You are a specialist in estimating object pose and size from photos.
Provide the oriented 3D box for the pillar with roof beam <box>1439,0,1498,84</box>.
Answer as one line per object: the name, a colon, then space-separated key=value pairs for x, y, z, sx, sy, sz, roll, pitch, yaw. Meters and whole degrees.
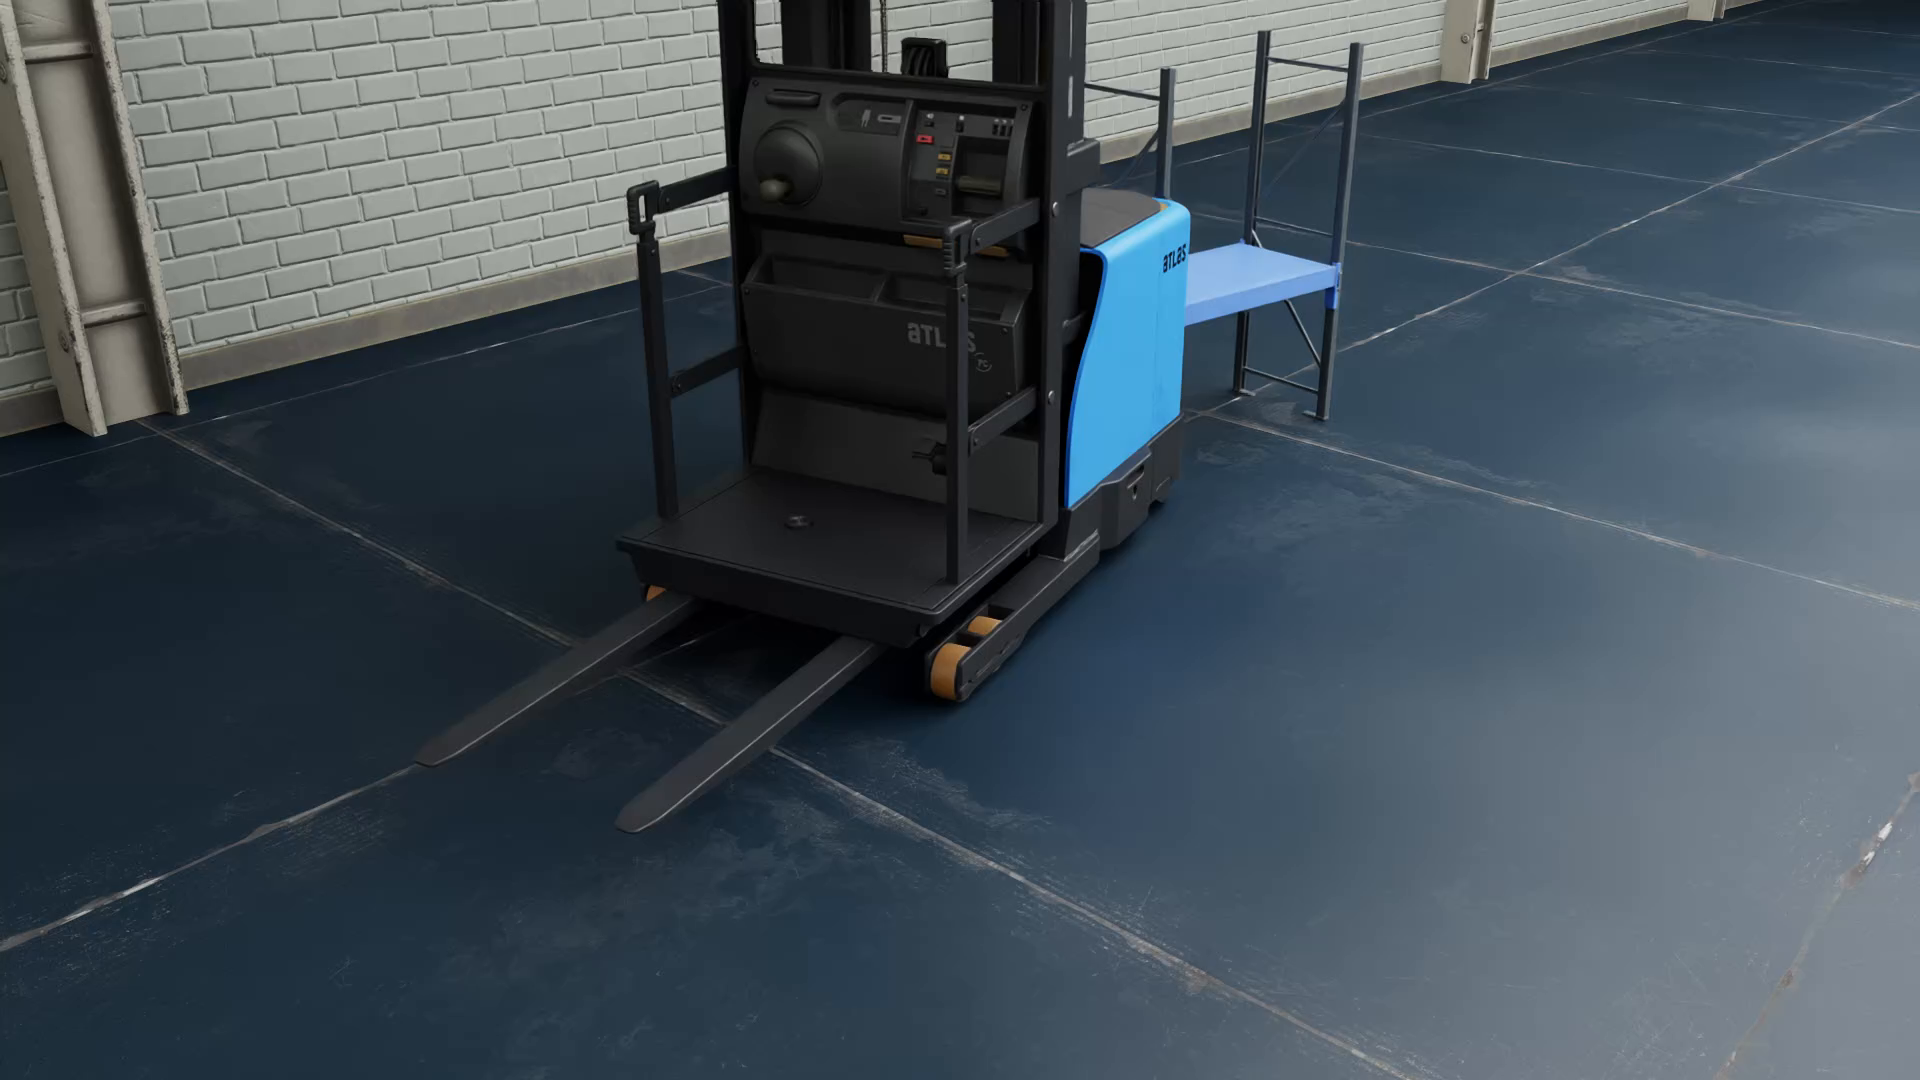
pillar with roof beam: x=7.755 y=-7.102 z=10.592 sx=9.100 sy=9.000 sz=0.400 roll=20 pitch=31 yaw=38

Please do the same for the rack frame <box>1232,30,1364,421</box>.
rack frame: x=1.350 y=-1.259 z=6.724 sx=0.032 sy=1.500 sz=0.500 roll=-19 pitch=30 yaw=-35

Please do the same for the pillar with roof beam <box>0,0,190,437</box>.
pillar with roof beam: x=-0.254 y=-3.446 z=2.438 sx=9.100 sy=9.000 sz=0.400 roll=20 pitch=31 yaw=38

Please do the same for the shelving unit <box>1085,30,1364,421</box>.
shelving unit: x=0.958 y=-1.126 z=6.429 sx=1.048 sy=1.500 sz=0.538 roll=-19 pitch=30 yaw=-35

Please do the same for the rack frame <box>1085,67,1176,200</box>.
rack frame: x=0.566 y=-0.994 z=6.134 sx=0.032 sy=1.500 sz=0.500 roll=-19 pitch=30 yaw=-35

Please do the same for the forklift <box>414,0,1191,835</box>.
forklift: x=-0.323 y=-1.086 z=4.590 sx=1.130 sy=2.935 sz=3.031 roll=12 pitch=27 yaw=25

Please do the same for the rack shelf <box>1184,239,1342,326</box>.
rack shelf: x=0.958 y=-0.962 z=6.503 sx=1.000 sy=0.185 sz=0.538 roll=-19 pitch=30 yaw=-35

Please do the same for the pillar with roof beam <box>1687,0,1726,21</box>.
pillar with roof beam: x=11.760 y=-8.931 z=14.669 sx=9.100 sy=9.000 sz=0.400 roll=20 pitch=31 yaw=38
